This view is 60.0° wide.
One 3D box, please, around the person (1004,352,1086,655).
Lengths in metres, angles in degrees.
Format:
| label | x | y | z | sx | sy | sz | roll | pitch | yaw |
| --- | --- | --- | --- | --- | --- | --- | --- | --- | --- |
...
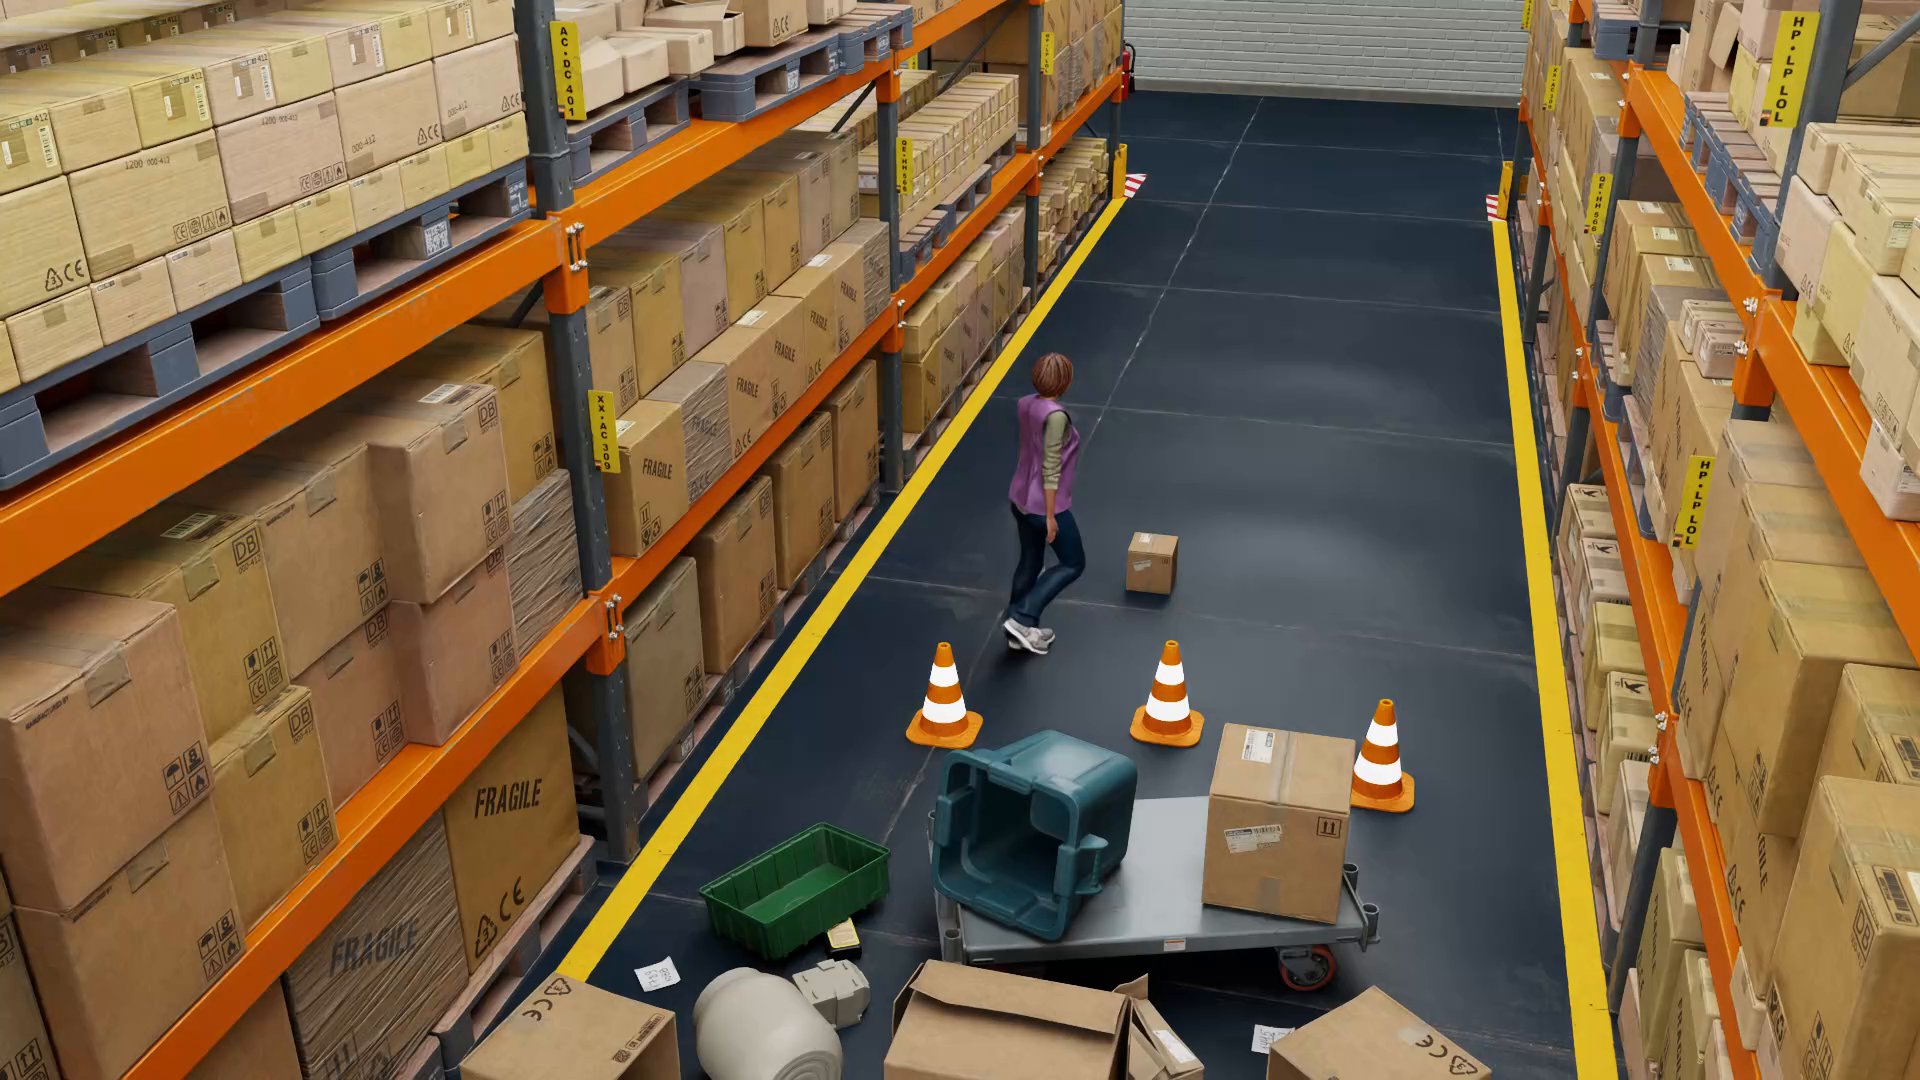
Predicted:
| label | x | y | z | sx | sy | sz | roll | pitch | yaw |
| --- | --- | --- | --- | --- | --- | --- | --- | --- | --- |
| person | 0.385 | -0.162 | 8.426 | 0.443 | 1.592 | 0.474 | -12 | 28 | -24 |
